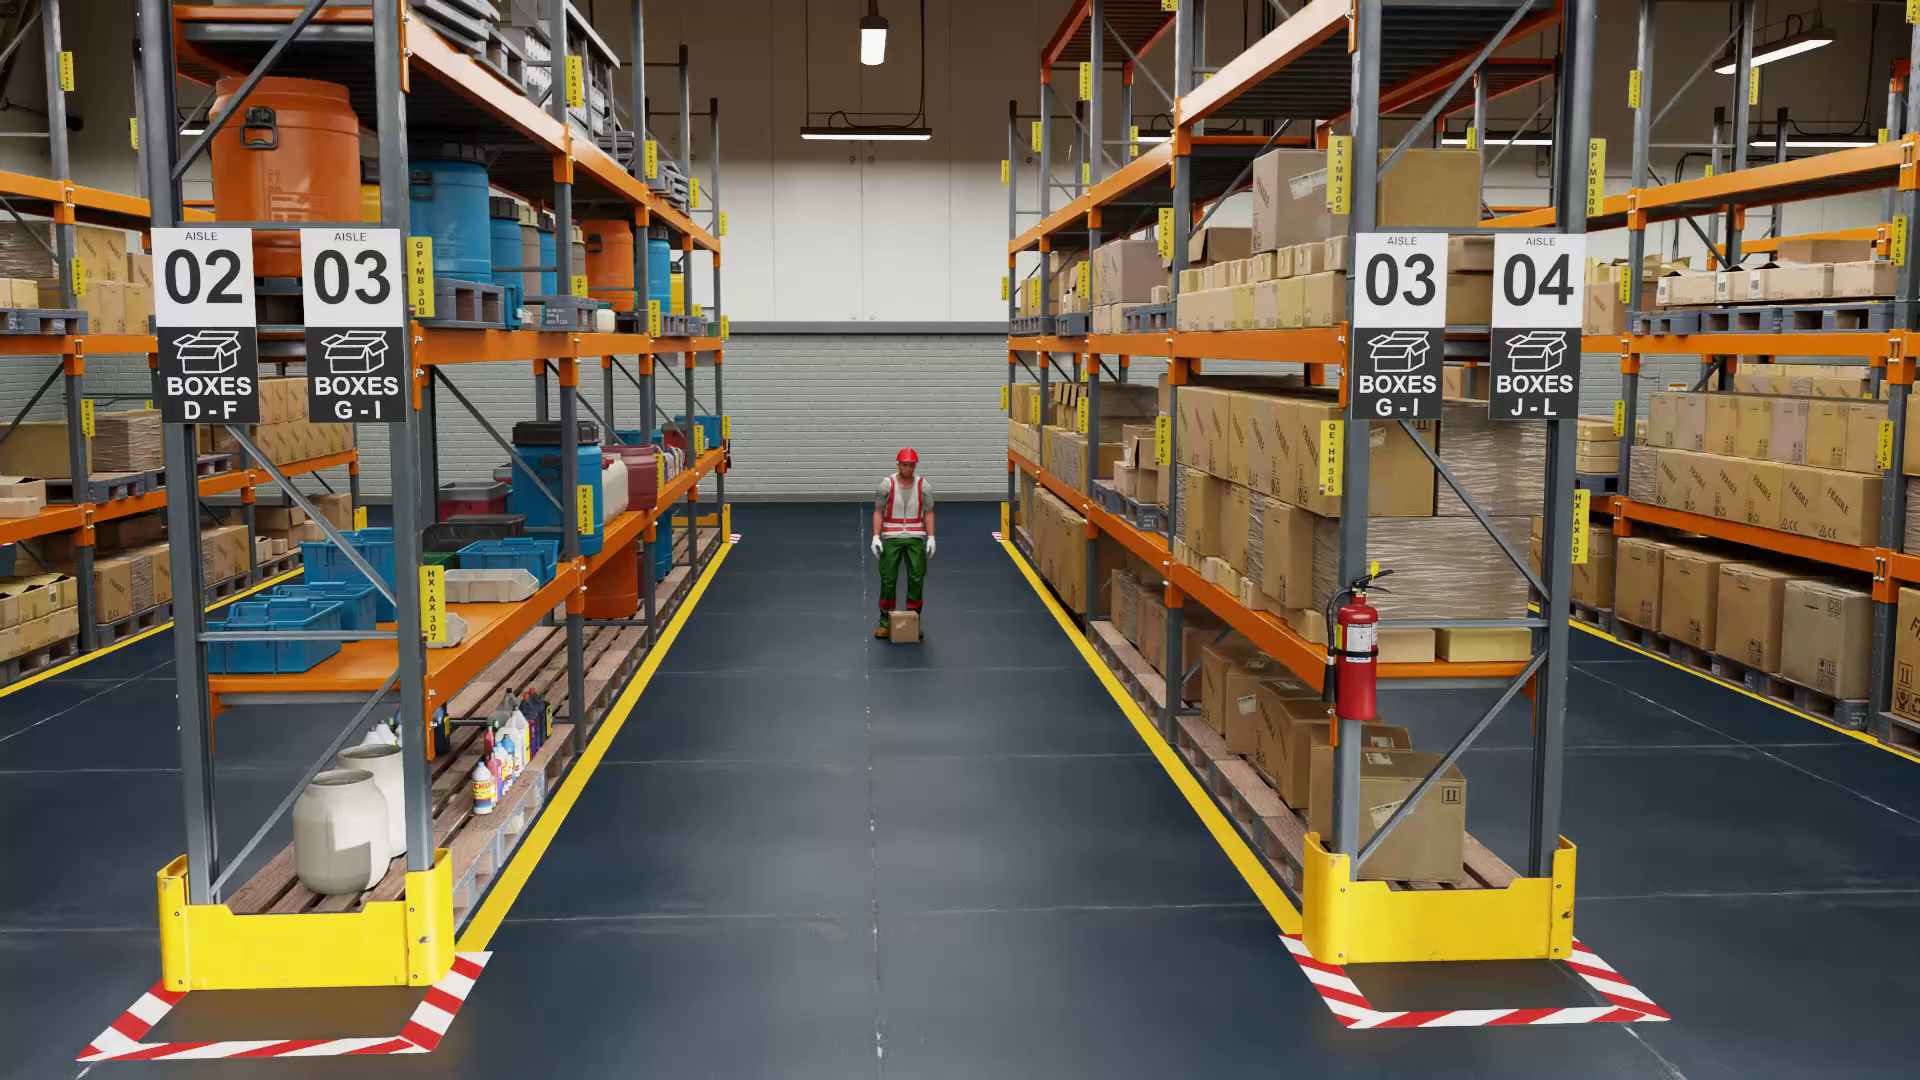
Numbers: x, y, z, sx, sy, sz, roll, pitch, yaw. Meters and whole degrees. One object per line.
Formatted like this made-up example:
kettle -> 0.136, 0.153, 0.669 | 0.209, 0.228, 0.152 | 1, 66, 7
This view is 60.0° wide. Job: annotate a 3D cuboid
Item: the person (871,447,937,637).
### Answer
person -> -0.523, 0.018, 15.531 | 0.614, 1.778, 0.452 | -1, 7, -7
